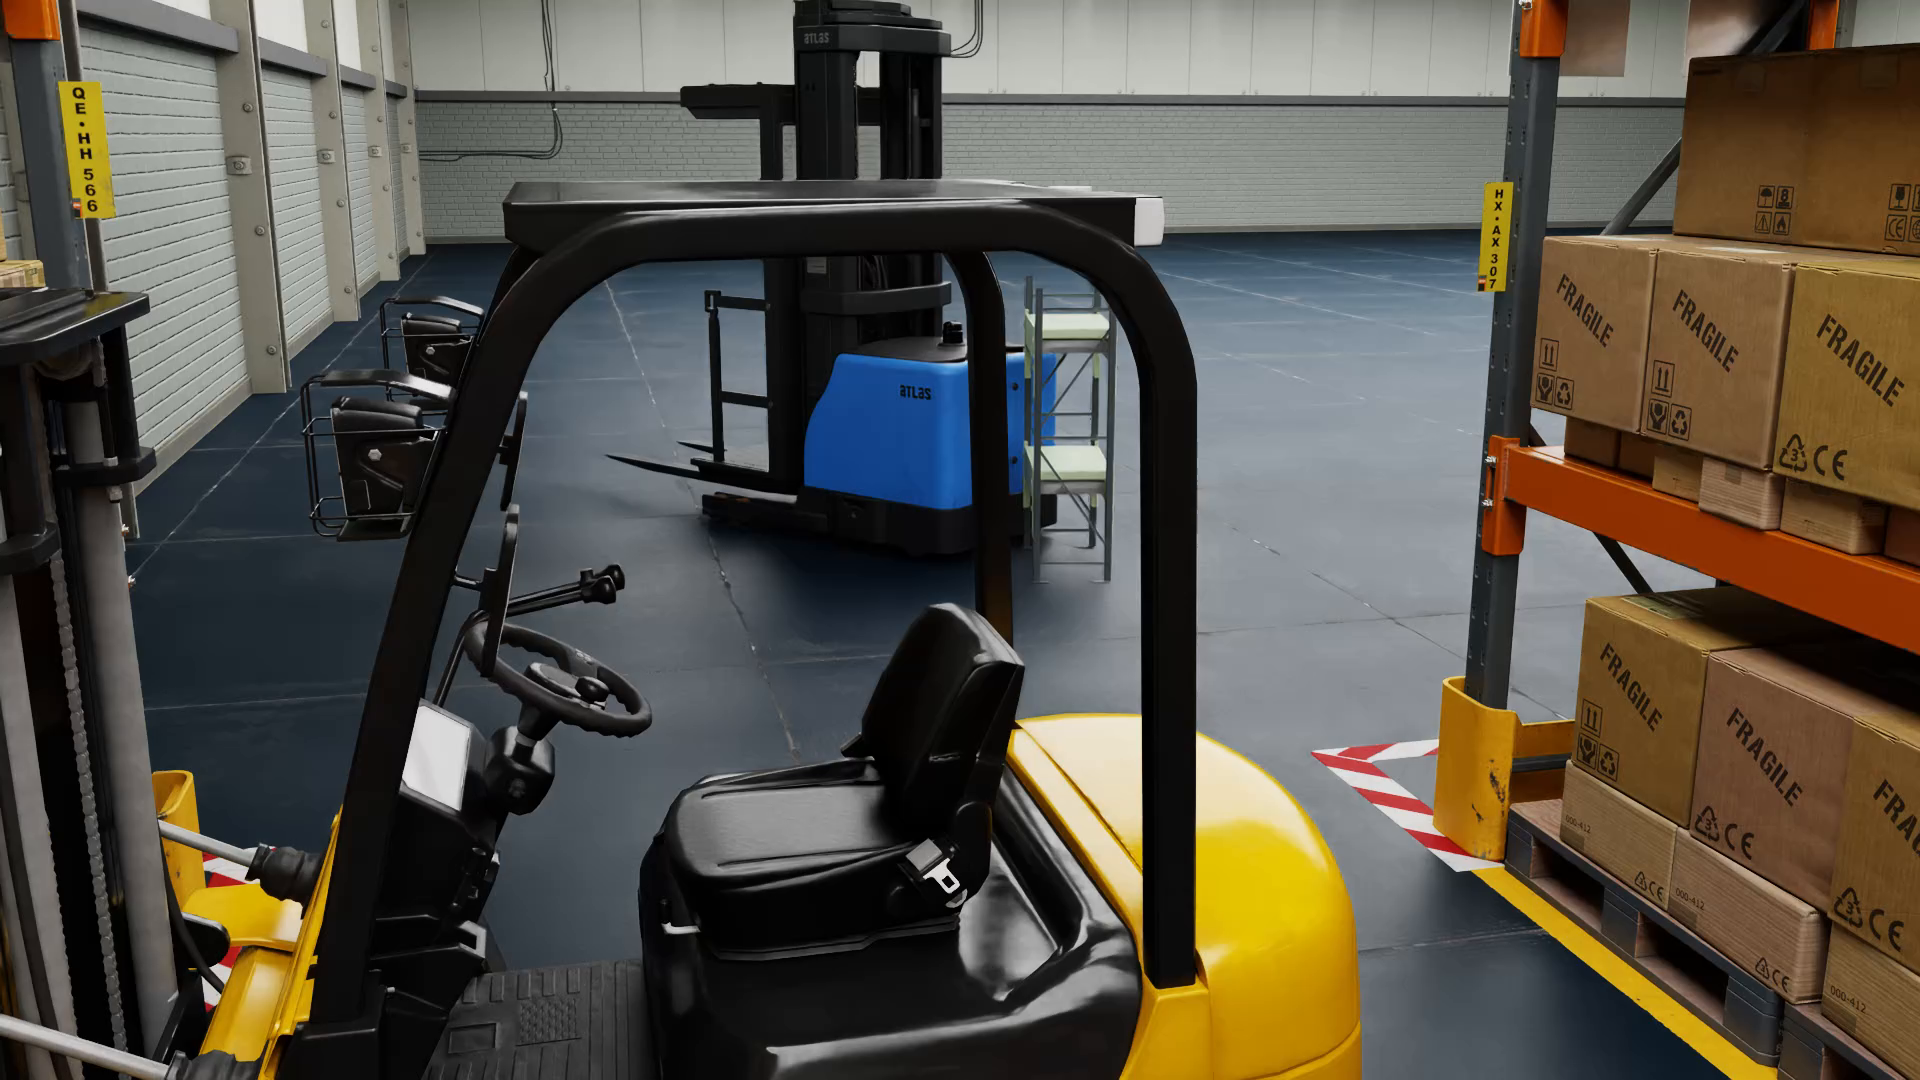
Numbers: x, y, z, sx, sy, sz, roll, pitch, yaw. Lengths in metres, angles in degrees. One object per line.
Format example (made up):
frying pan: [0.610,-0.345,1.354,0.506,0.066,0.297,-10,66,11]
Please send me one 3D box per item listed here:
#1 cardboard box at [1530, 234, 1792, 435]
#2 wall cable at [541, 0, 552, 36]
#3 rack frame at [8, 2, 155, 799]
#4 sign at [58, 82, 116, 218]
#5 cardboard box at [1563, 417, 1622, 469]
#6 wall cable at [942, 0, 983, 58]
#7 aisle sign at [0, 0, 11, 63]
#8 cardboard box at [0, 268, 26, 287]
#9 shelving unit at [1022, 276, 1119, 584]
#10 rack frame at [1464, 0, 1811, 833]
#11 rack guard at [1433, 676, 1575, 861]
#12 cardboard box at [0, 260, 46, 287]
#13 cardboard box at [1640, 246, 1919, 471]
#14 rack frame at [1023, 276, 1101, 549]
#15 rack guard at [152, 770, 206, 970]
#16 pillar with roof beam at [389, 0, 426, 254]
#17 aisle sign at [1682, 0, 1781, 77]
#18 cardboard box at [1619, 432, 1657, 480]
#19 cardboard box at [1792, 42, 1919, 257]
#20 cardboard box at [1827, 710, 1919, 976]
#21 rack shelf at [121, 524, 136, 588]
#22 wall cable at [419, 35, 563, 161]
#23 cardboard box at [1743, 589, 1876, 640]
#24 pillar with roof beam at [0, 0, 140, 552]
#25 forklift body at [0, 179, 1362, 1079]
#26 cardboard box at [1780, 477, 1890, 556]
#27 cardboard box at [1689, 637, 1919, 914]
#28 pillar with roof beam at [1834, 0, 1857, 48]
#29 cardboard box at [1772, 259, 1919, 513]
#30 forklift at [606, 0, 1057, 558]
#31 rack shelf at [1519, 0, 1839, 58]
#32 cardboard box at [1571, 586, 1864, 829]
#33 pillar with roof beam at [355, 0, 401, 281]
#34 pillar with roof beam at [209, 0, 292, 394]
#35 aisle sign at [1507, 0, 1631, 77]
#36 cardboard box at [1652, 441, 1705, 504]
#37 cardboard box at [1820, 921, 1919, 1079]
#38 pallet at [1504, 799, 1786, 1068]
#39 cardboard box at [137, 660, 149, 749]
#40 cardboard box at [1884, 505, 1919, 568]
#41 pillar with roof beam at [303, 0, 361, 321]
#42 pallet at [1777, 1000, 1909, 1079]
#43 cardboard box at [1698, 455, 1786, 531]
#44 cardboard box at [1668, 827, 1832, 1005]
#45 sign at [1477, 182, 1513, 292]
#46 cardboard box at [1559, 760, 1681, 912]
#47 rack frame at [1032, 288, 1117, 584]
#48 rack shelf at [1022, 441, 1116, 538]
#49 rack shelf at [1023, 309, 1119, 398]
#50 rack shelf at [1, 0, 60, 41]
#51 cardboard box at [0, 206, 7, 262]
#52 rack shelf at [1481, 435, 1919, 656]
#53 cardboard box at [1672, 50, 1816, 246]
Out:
cardboard box: [1.994,-0.596,4.707,0.500,0.500,0.500,-4,14,-14]
wall cable: [-7.207,-11.723,34.351,3.097,2.526,0.112,-3,14,-13]
rack frame: [-2.672,-0.250,4.129,1.000,3.000,0.127,-3,14,-13]
sign: [-2.141,-0.954,4.074,0.100,0.325,0.005,-3,14,-13]
cardboard box: [2.031,-0.315,4.927,0.380,0.149,0.250,-3,14,-13]
wall cable: [-0.605,-12.805,35.712,2.305,6.003,0.169,-3,14,-13]
aisle sign: [-2.402,-1.544,3.949,0.394,0.787,0.004,-3,14,-13]
cardboard box: [-2.229,-0.492,3.542,0.380,0.149,0.250,-3,14,-12]
shelving unit: [0.562,-0.593,8.695,0.431,1.500,0.755,0,14,-1]
rack frame: [2.152,-0.527,5.265,1.000,3.000,0.127,-3,14,-13]
rack guard: [2.170,0.705,5.490,1.175,0.500,0.348,-3,14,-13]
cardboard box: [-2.318,-0.549,3.776,0.380,0.149,0.250,-3,14,-12]
cardboard box: [2.118,-0.476,4.219,0.500,0.500,0.500,-3,14,-11]
rack frame: [0.553,-0.680,9.050,0.400,1.500,0.023,0,14,-1]
rack guard: [-2.678,0.959,4.448,1.175,0.500,0.348,-3,14,-13]
pillar with roof beam: [-6.246,-10.114,31.864,9.100,9.000,0.400,-3,14,-13]
aisle sign: [2.419,-1.821,5.081,0.394,0.787,0.004,-3,14,-13]
cardboard box: [2.104,-0.258,4.691,0.380,0.149,0.250,-3,14,-12]
cardboard box: [2.596,-0.983,4.187,0.700,0.500,0.500,-3,14,-13]
cardboard box: [2.316,0.684,3.637,0.500,0.500,0.500,-3,14,-12]
rack shelf: [-2.202,0.561,2.326,1.077,0.370,4.000,-3,14,-13]
wall cable: [-9.837,-9.119,34.333,3.097,2.526,0.112,-3,14,-13]
cardboard box: [2.594,0.411,4.755,0.500,0.500,0.500,-3,14,-13]
pillar with roof beam: [-0.609,-4.577,9.201,9.100,9.000,0.400,-3,14,-13]
forklift body: [-0.453,0.498,2.855,2.313,2.155,1.214,-3,14,-13]
cardboard box: [2.196,-0.073,3.936,0.380,0.149,0.250,-3,14,-12]
cardboard box: [2.206,0.568,4.112,0.500,0.500,0.500,-4,14,-15]
pillar with roof beam: [16.004,-11.390,37.086,9.100,9.000,0.400,-3,14,-13]
cardboard box: [2.239,-0.359,3.738,0.500,0.500,0.500,-4,14,-14]
forklift: [-0.905,-1.591,9.764,3.031,2.935,1.130,11,17,38]
rack shelf: [2.622,-1.174,3.106,1.077,0.370,4.000,-3,14,-13]
cardboard box: [2.079,0.447,4.605,0.500,0.500,0.500,-4,14,-15]
pillar with roof beam: [-4.836,-8.730,26.198,9.100,9.000,0.400,-3,14,-13]
pillar with roof beam: [-2.018,-5.961,14.867,9.100,9.000,0.400,-3,14,-13]
aisle sign: [1.836,-1.787,4.944,0.394,0.787,0.004,-3,14,-13]
cardboard box: [2.087,-0.192,4.422,0.380,0.149,0.250,-4,14,-15]
cardboard box: [2.326,1.049,3.720,0.500,0.250,0.500,-2,14,-9]
pallet: [2.326,1.034,4.749,1.003,0.211,1.213,-3,14,-13]
cardboard box: [-2.261,0.485,3.923,0.500,0.250,0.500,-3,14,-11]
cardboard box: [2.316,-0.016,3.700,0.380,0.149,0.250,-3,14,-11]
pillar with roof beam: [-3.427,-7.346,20.532,9.100,9.000,0.400,-3,14,-13]
pallet: [2.609,1.315,3.599,1.003,0.211,1.213,-3,14,-13]
cardboard box: [2.102,-0.131,4.172,0.380,0.149,0.250,-3,14,-12]
cardboard box: [2.185,0.924,4.233,0.500,0.250,0.500,-3,14,-11]
sign: [1.625,-0.917,5.038,0.100,0.325,0.005,-3,14,-13]
cardboard box: [2.073,0.806,4.716,0.500,0.250,0.500,-3,14,-14]
rack frame: [0.571,-0.506,8.339,0.400,1.500,0.023,0,14,-1]
rack shelf: [0.562,-0.276,8.772,0.431,0.370,0.720,0,14,-1]
rack shelf: [0.562,-0.972,8.602,0.431,0.370,0.720,0,14,-1]
rack shelf: [-2.202,-0.896,1.970,1.077,0.370,4.000,-3,14,-13]
cardboard box: [-2.383,-0.687,3.714,0.380,0.149,0.250,-3,14,-13]
rack shelf: [2.622,0.284,3.462,1.077,0.370,4.000,-3,14,-13]
cardboard box: [2.484,-1.100,4.666,0.700,0.500,0.500,-4,14,-15]
